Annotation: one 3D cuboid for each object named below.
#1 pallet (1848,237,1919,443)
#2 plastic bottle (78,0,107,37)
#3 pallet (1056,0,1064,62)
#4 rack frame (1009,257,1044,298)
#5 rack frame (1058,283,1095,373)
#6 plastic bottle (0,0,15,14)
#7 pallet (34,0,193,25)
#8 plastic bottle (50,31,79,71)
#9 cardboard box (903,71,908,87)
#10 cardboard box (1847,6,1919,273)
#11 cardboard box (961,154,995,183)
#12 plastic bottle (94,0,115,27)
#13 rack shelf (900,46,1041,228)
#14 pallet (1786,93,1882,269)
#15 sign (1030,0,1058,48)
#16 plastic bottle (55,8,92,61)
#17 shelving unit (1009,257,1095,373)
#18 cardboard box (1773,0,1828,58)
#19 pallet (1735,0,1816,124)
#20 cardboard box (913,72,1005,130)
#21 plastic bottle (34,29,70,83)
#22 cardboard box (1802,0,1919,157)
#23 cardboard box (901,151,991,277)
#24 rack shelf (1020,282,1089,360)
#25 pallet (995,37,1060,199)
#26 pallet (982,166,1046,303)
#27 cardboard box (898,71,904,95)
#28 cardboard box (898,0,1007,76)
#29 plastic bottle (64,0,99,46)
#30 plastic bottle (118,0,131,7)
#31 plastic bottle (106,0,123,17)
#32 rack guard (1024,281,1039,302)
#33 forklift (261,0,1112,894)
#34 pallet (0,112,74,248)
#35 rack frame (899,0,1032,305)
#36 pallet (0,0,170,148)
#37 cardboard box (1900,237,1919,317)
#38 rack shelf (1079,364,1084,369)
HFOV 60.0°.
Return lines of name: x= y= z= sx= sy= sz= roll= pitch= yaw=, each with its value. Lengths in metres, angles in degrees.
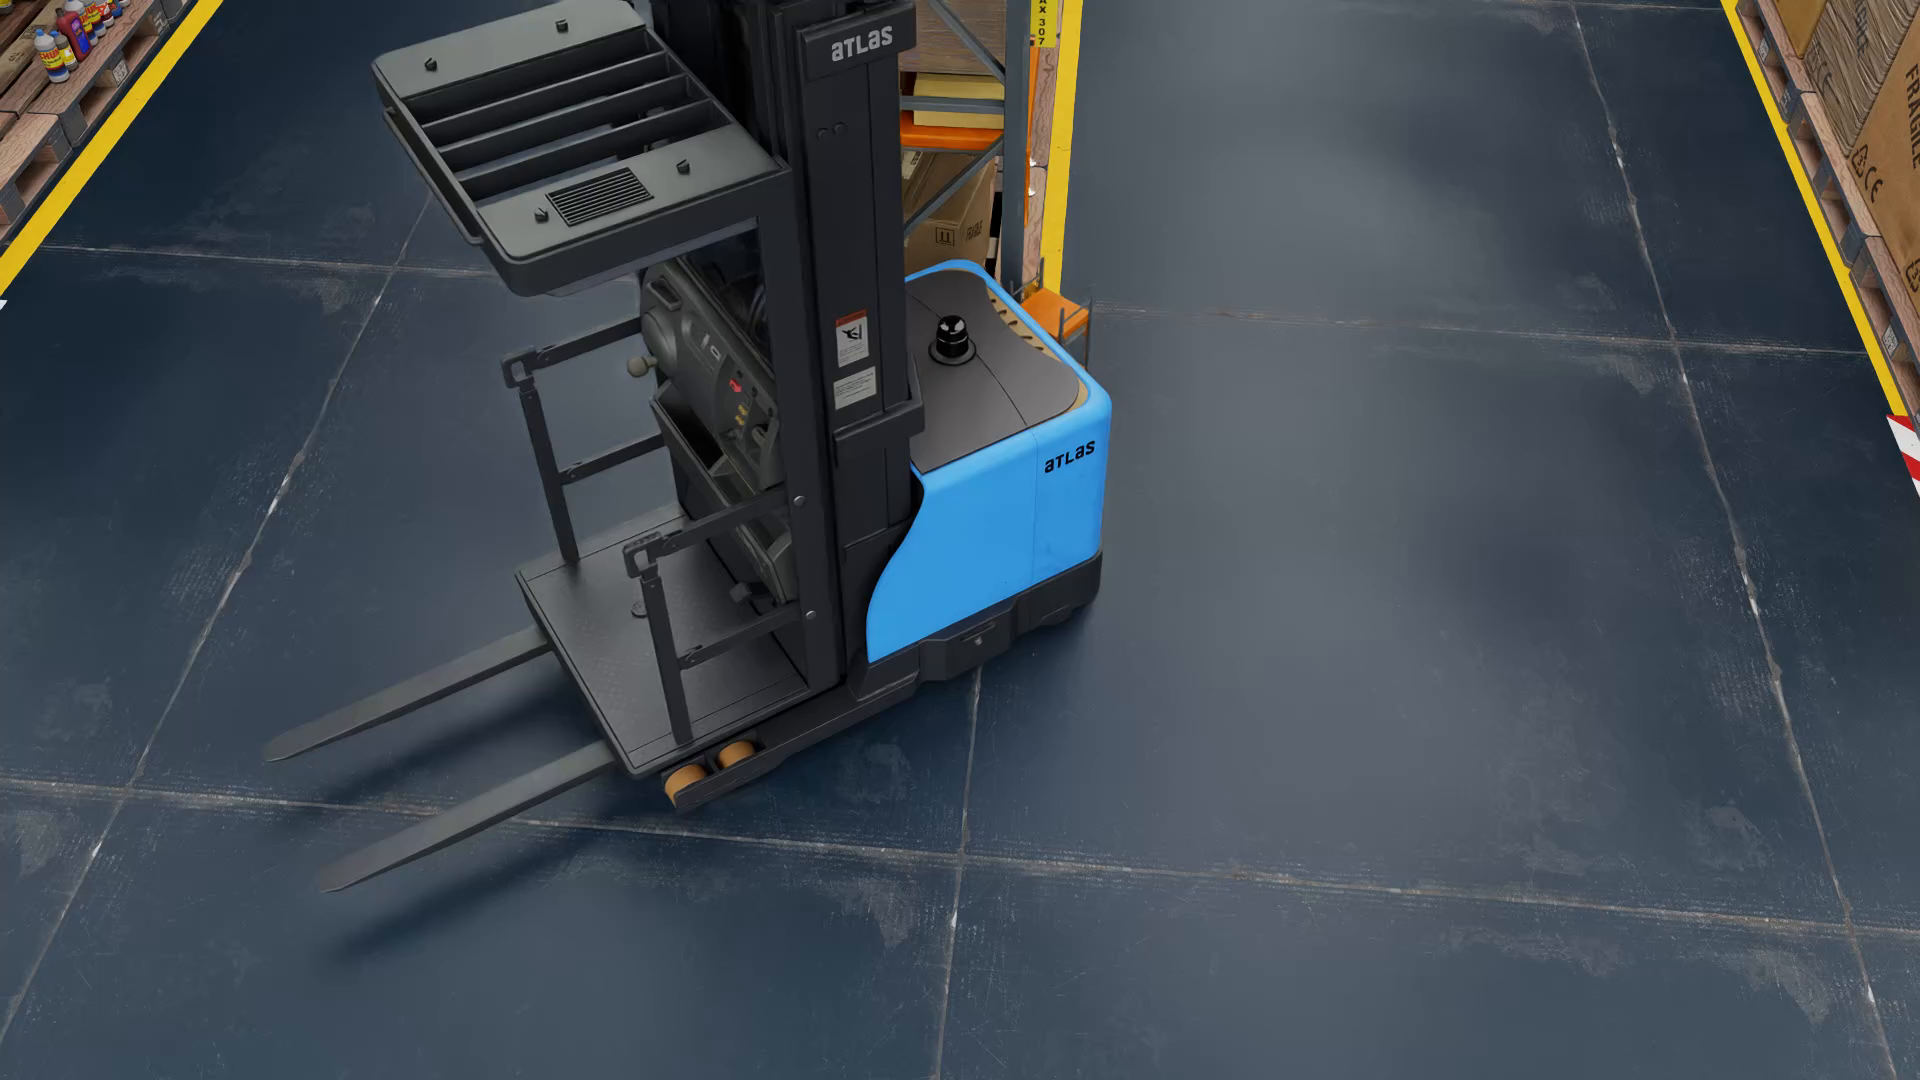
pallet: x=4.680 y=-0.880 z=7.438 sx=1.003 sy=0.211 sz=1.213 roll=4 pitch=48 yaw=4
plastic bottle: x=-4.661 y=-2.834 z=8.886 sx=0.097 sy=0.271 sz=0.097 roll=0 pitch=48 yaw=0
pallet: x=0.094 y=-3.139 z=9.504 sx=1.003 sy=0.211 sz=1.213 roll=4 pitch=48 yaw=4
rack frame: x=0.253 y=-0.668 z=6.676 sx=0.008 sy=1.050 sz=0.200 roll=33 pitch=55 yaw=26
rack frame: x=0.437 y=-0.550 z=6.568 sx=0.008 sy=1.050 sz=0.200 roll=33 pitch=55 yaw=26
plastic bottle: x=-5.248 y=-2.984 z=9.071 sx=0.097 sy=0.201 sz=0.097 roll=0 pitch=48 yaw=0
pallet: x=-4.915 y=-3.477 z=9.813 sx=1.003 sy=0.211 sz=1.213 roll=4 pitch=48 yaw=4
plastic bottle: x=-4.692 y=-2.561 z=8.684 sx=0.097 sy=0.201 sz=0.097 roll=0 pitch=48 yaw=0
cardboard box: x=-0.401 y=-1.959 z=6.705 sx=0.380 sy=0.149 sz=0.250 roll=4 pitch=48 yaw=4
cardboard box: x=4.759 y=-1.803 z=7.547 sx=0.875 sy=0.875 sz=0.875 roll=3 pitch=48 yaw=3
cardboard box: x=-0.151 y=-1.834 z=7.830 sx=0.500 sy=0.500 sz=0.500 roll=15 pitch=49 yaw=14
plastic bottle: x=-4.652 y=-2.883 z=8.978 sx=0.097 sy=0.201 sz=0.097 roll=0 pitch=48 yaw=0
rack shelf: x=-0.063 y=-2.863 z=7.850 sx=1.077 sy=0.370 sz=4.000 roll=4 pitch=48 yaw=4
pallet: x=4.794 y=-1.774 z=8.256 sx=1.003 sy=0.211 sz=1.213 roll=4 pitch=48 yaw=4
sign: x=0.296 y=-1.892 z=5.887 sx=0.100 sy=0.325 sz=0.005 roll=4 pitch=48 yaw=4
plastic bottle: x=-4.663 y=-2.678 z=8.735 sx=0.061 sy=0.283 sz=0.133 roll=5 pitch=48 yaw=4
shelving unit: x=0.345 y=-0.609 z=6.622 sx=0.252 sy=1.050 sz=0.215 roll=33 pitch=55 yaw=26
cardboard box: x=4.923 y=-3.135 z=8.766 sx=0.875 sy=0.875 sz=0.875 roll=5 pitch=48 yaw=4
pallet: x=4.903 y=-2.673 z=9.078 sx=1.003 sy=0.211 sz=1.213 roll=4 pitch=48 yaw=4
cardboard box: x=0.019 y=-1.745 z=6.510 sx=0.380 sy=0.149 sz=0.250 roll=4 pitch=48 yaw=4
plastic bottle: x=-4.702 y=-2.509 z=8.588 sx=0.097 sy=0.271 sz=0.097 roll=0 pitch=48 yaw=0
cardboard box: x=4.844 y=-2.473 z=8.160 sx=0.875 sy=0.875 sz=0.875 roll=4 pitch=48 yaw=4
cardboard box: x=-0.171 y=-1.392 z=7.426 sx=0.500 sy=0.500 sz=0.500 roll=12 pitch=49 yaw=11
rack shelf: x=0.345 y=-0.794 z=6.420 sx=0.240 sy=0.259 sz=0.215 roll=33 pitch=55 yaw=26
pallet: x=-0.015 y=-2.240 z=8.682 sx=1.003 sy=0.211 sz=1.213 roll=4 pitch=48 yaw=4
pallet: x=-0.129 y=-1.346 z=7.864 sx=1.003 sy=0.211 sz=1.213 roll=4 pitch=48 yaw=4
cardboard box: x=-0.424 y=-1.775 z=6.537 sx=0.380 sy=0.149 sz=0.250 roll=4 pitch=48 yaw=4
cardboard box: x=-0.167 y=-2.173 z=6.461 sx=0.875 sy=0.500 sz=0.500 roll=4 pitch=48 yaw=4
plastic bottle: x=-4.670 y=-2.760 z=8.819 sx=0.097 sy=0.271 sz=0.097 roll=0 pitch=48 yaw=0
plastic bottle: x=-4.633 y=-3.034 z=9.117 sx=0.097 sy=0.201 sz=0.097 roll=0 pitch=48 yaw=0
plastic bottle: x=-4.643 y=-2.983 z=9.022 sx=0.097 sy=0.271 sz=0.097 roll=0 pitch=48 yaw=0
rack guard: x=-0.238 y=-0.849 z=7.213 sx=1.175 sy=0.500 sz=0.348 roll=4 pitch=48 yaw=4
forklift: x=-0.977 y=-0.483 z=5.231 sx=3.031 sy=2.935 sz=1.130 roll=-24 pitch=52 yaw=-21
pallet: x=-5.138 y=-1.684 z=8.173 sx=1.003 sy=0.211 sz=1.213 roll=4 pitch=48 yaw=4
rack frame: x=-0.245 y=-1.637 z=6.240 sx=1.000 sy=3.000 sz=0.127 roll=4 pitch=48 yaw=4
pallet: x=-5.024 y=-2.578 z=8.991 sx=1.003 sy=0.211 sz=1.213 roll=4 pitch=48 yaw=4
cardboard box: x=4.681 y=-1.156 z=6.956 sx=0.875 sy=0.875 sz=0.875 roll=4 pitch=48 yaw=4
rack shelf: x=0.345 y=-0.602 z=6.629 sx=0.240 sy=0.259 sz=0.215 roll=33 pitch=55 yaw=26
